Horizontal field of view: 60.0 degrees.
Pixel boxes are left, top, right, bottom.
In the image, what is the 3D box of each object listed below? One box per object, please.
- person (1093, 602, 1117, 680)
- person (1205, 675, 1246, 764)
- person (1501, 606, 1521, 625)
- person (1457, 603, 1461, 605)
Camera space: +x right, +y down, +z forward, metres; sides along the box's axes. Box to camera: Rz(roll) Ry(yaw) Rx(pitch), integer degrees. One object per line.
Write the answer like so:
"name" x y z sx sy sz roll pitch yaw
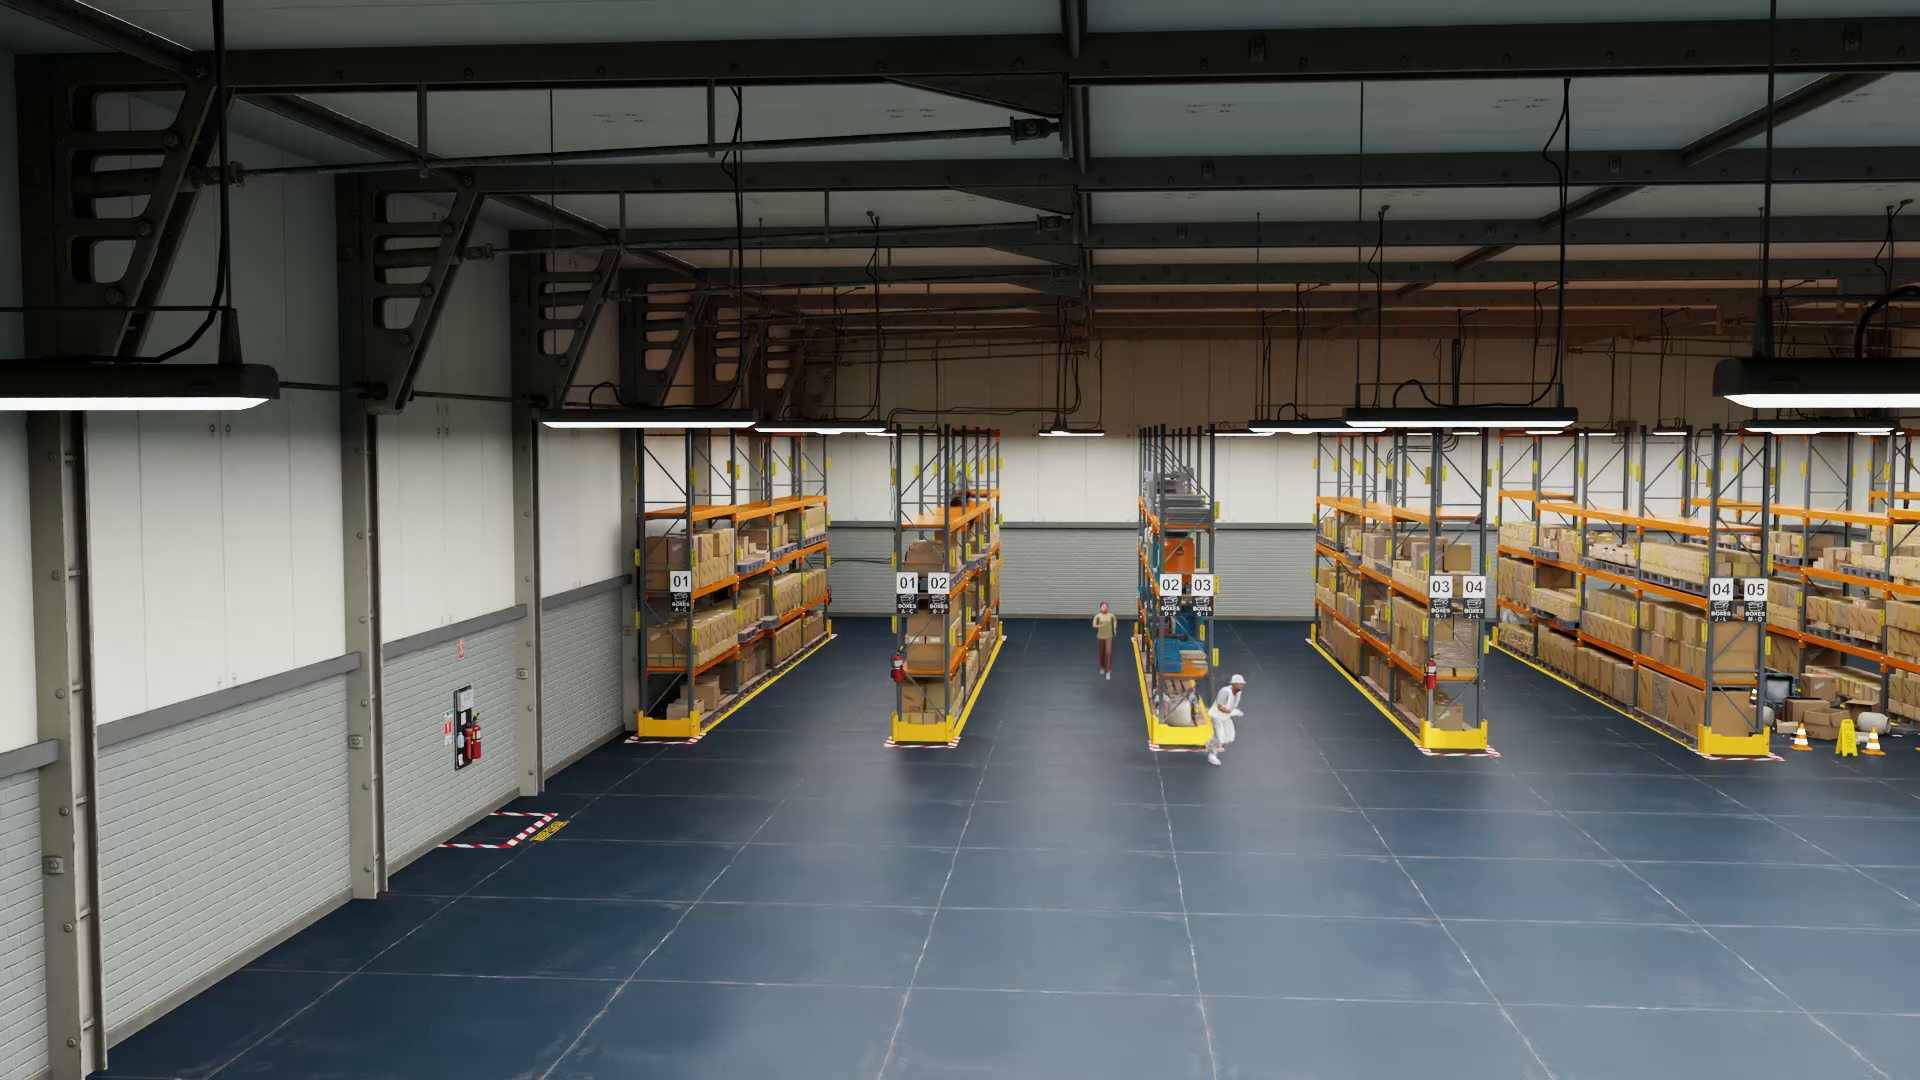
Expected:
"person" 3.301 2.286 37.948 0.552 1.718 0.773 0 3 4
"person" 4.688 3.146 29.253 0.850 1.614 0.693 3 5 42
"person" 15.745 1.969 47.377 0.731 1.748 0.663 -1 4 -16
"person" 13.787 2.096 46.876 0.735 1.546 0.630 -2 4 -29
